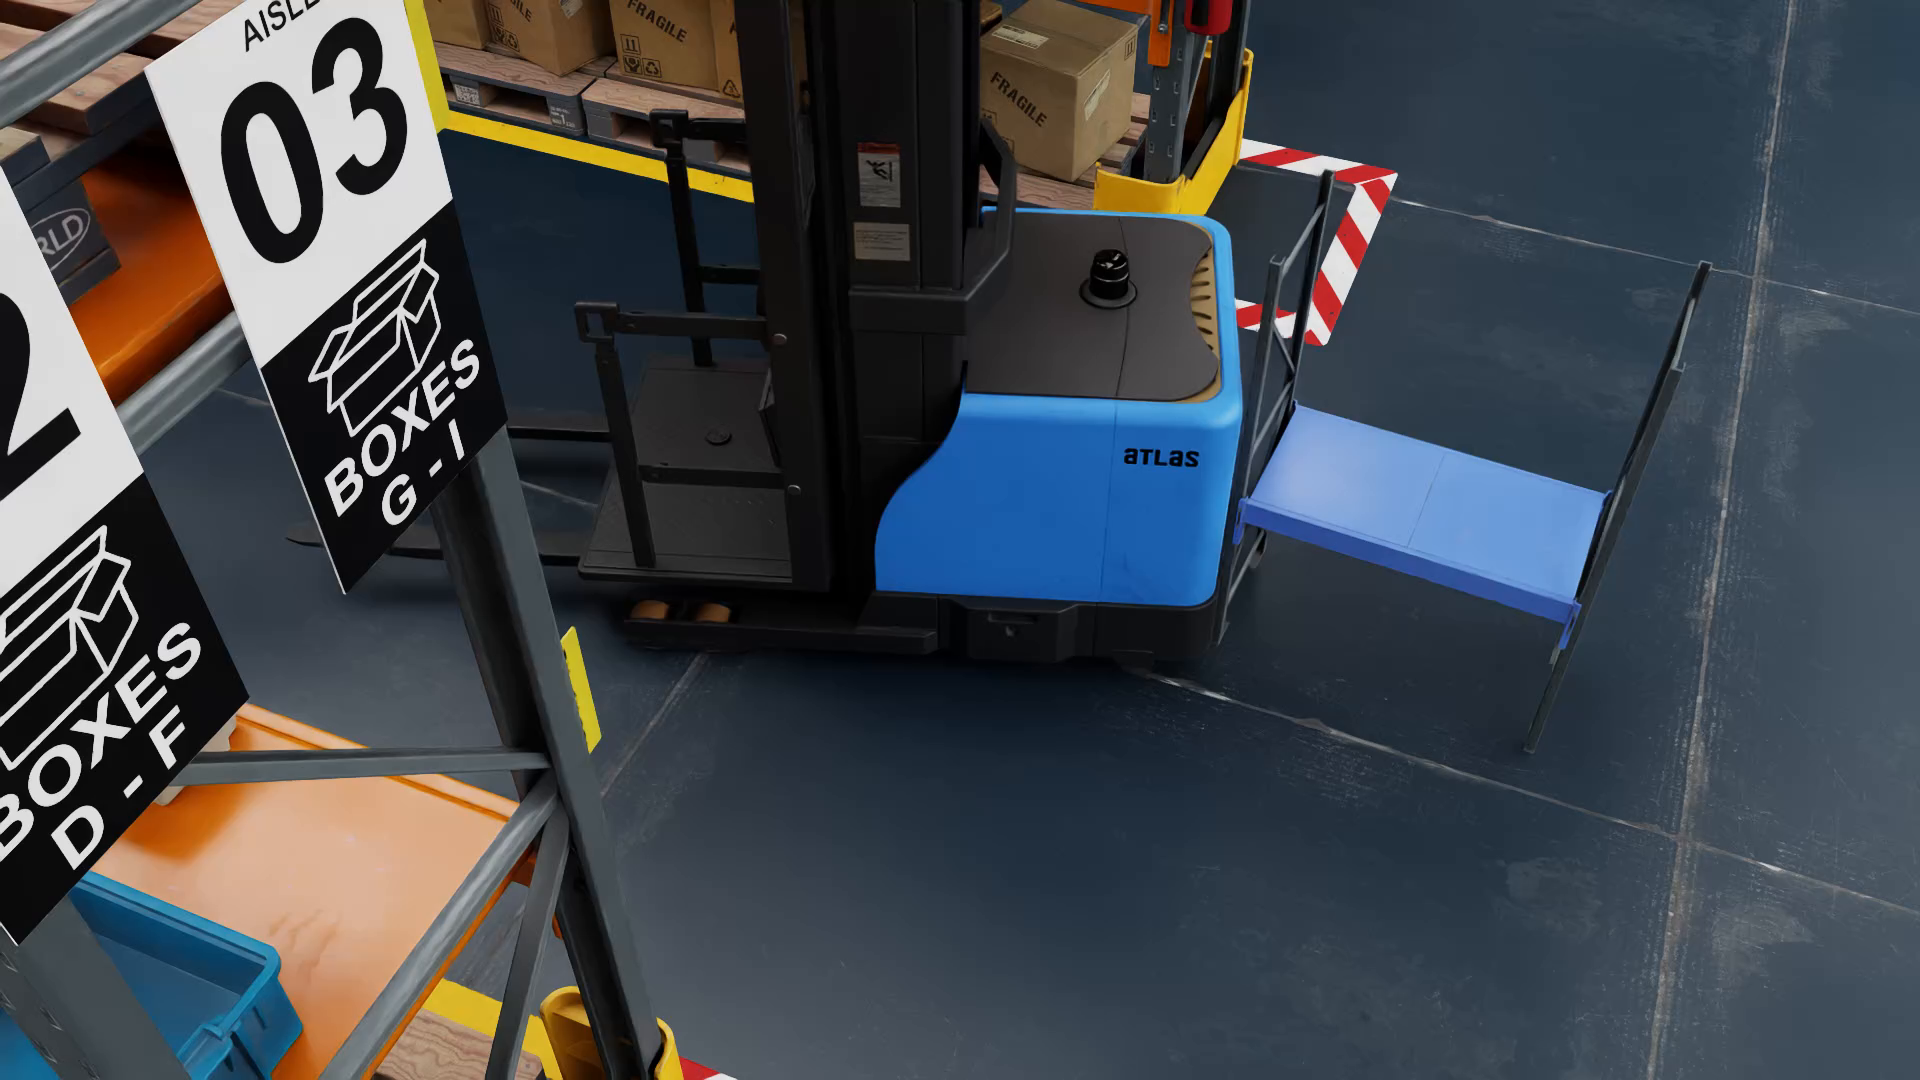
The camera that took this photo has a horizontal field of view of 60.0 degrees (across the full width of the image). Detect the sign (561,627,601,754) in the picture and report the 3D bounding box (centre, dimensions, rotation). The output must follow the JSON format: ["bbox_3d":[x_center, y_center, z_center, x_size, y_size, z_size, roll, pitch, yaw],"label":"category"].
[{"bbox_3d":[-0.725,0.304,3.121,0.005,0.325,0.100,16,47,16],"label":"sign"}]

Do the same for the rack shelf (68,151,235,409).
[{"bbox_3d":[-2.787,-0.592,2.602,4.000,0.370,1.077,16,47,16],"label":"rack shelf"}]

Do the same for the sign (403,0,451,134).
[{"bbox_3d":[-0.725,-0.664,2.158,0.005,0.325,0.100,16,47,16],"label":"sign"}]

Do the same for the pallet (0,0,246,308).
[{"bbox_3d":[-1.667,-0.525,2.158,1.213,0.211,1.003,16,47,16],"label":"pallet"}]

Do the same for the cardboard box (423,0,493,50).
[{"bbox_3d":[-2.372,-2.679,7.790,0.500,0.500,0.500,15,47,15],"label":"cardboard box"}]

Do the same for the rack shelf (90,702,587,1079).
[{"bbox_3d":[-2.787,0.471,3.660,4.000,0.370,1.077,16,47,16],"label":"rack shelf"}]

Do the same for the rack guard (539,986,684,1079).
[{"bbox_3d":[-1.030,1.656,3.732,0.348,0.500,1.175,16,47,16],"label":"rack guard"}]

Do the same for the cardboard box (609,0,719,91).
[{"bbox_3d":[-1.238,-2.411,7.521,0.500,0.500,0.500,13,46,12],"label":"cardboard box"}]

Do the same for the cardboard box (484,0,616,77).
[{"bbox_3d":[-1.841,-2.528,7.639,0.500,0.500,0.500,32,53,28],"label":"cardboard box"}]

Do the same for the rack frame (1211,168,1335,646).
[{"bbox_3d":[0.932,-0.349,5.038,0.032,1.500,0.500,19,48,18],"label":"rack frame"}]

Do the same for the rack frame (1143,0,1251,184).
[{"bbox_3d":[0.966,-2.465,6.100,0.127,3.000,1.000,16,47,16],"label":"rack frame"}]

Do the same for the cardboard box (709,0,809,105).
[{"bbox_3d":[-0.740,-2.230,7.339,0.500,0.500,0.500,21,48,19],"label":"cardboard box"}]

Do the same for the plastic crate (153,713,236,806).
[{"bbox_3d":[-1.643,0.401,3.408,0.250,0.136,0.298,16,47,16],"label":"plastic crate"}]

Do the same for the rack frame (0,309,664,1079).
[{"bbox_3d":[-0.941,0.760,2.860,0.127,3.000,1.000,16,47,16],"label":"rack frame"}]

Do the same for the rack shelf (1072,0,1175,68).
[{"bbox_3d":[-0.880,-2.753,6.900,4.000,0.370,1.077,16,47,16],"label":"rack shelf"}]

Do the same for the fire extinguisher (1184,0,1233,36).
[{"bbox_3d":[0.894,-2.106,5.795,0.183,0.674,0.296,16,47,16],"label":"fire extinguisher"}]

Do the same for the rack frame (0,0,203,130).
[{"bbox_3d":[-0.941,-1.367,0.744,0.127,3.000,1.000,16,47,16],"label":"rack frame"}]

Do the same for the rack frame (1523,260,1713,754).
[{"bbox_3d":[1.849,-0.039,4.726,0.032,1.500,0.500,19,48,18],"label":"rack frame"}]

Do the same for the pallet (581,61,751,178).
[{"bbox_3d":[-0.963,-2.073,7.684,1.213,0.211,1.003,16,47,16],"label":"pallet"}]

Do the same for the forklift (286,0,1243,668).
[{"bbox_3d":[-0.675,-1.045,4.722,3.031,2.935,1.130,3,45,3],"label":"forklift"}]

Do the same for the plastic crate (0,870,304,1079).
[{"bbox_3d":[-1.518,0.871,2.853,0.616,0.251,0.499,16,47,16],"label":"plastic crate"}]

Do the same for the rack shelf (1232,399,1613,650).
[{"bbox_3d":[1.390,-0.067,5.009,1.000,0.185,0.538,19,48,18],"label":"rack shelf"}]

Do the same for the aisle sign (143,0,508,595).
[{"bbox_3d":[-0.762,-0.333,2.115,0.004,0.787,0.394,16,47,16],"label":"aisle sign"}]

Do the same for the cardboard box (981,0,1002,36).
[{"bbox_3d":[-0.169,-2.048,7.156,0.500,0.500,0.500,29,52,26],"label":"cardboard box"}]

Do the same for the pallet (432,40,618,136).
[{"bbox_3d":[-2.093,-2.403,8.015,1.213,0.211,1.003,16,47,16],"label":"pallet"}]

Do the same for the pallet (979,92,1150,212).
[{"bbox_3d":[0.159,-1.740,7.350,1.213,0.211,1.003,16,47,16],"label":"pallet"}]

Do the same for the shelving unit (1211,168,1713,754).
[{"bbox_3d":[1.390,-0.194,4.882,1.048,1.500,0.538,19,48,18],"label":"shelving unit"}]

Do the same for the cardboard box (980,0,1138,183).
[{"bbox_3d":[0.396,-1.908,7.015,0.500,0.500,0.500,25,50,23],"label":"cardboard box"}]

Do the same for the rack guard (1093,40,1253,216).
[{"bbox_3d":[0.895,-1.599,7.003,0.348,0.500,1.175,16,47,16],"label":"rack guard"}]

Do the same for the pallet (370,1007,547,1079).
[{"bbox_3d":[-1.777,1.534,4.059,1.213,0.211,1.003,16,47,16],"label":"pallet"}]

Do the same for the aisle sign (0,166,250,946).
[{"bbox_3d":[-0.989,0.051,1.729,0.004,0.787,0.394,16,47,16],"label":"aisle sign"}]
